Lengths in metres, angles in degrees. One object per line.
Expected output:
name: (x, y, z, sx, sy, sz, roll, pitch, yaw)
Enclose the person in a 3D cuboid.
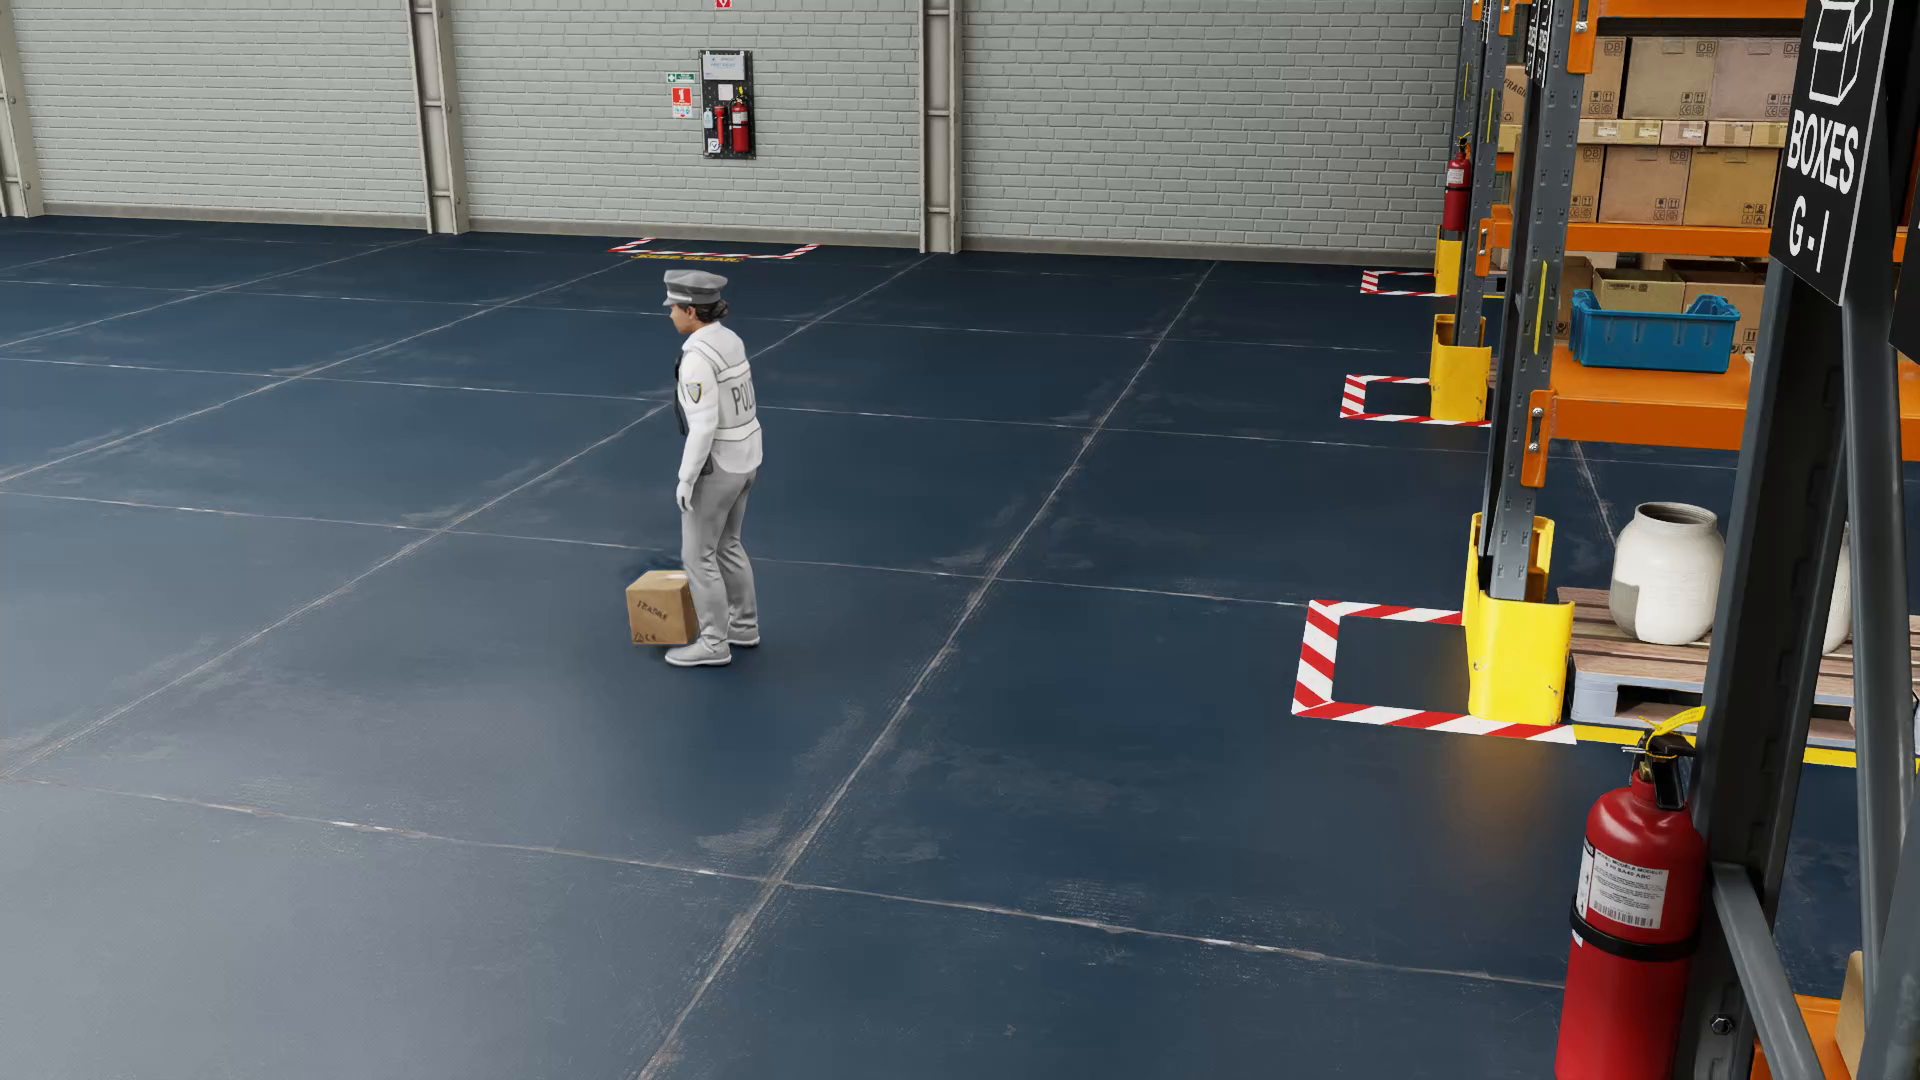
person: (-1.040, -0.288, 6.915, 0.412, 1.665, 0.513, 4, 19, 12)
